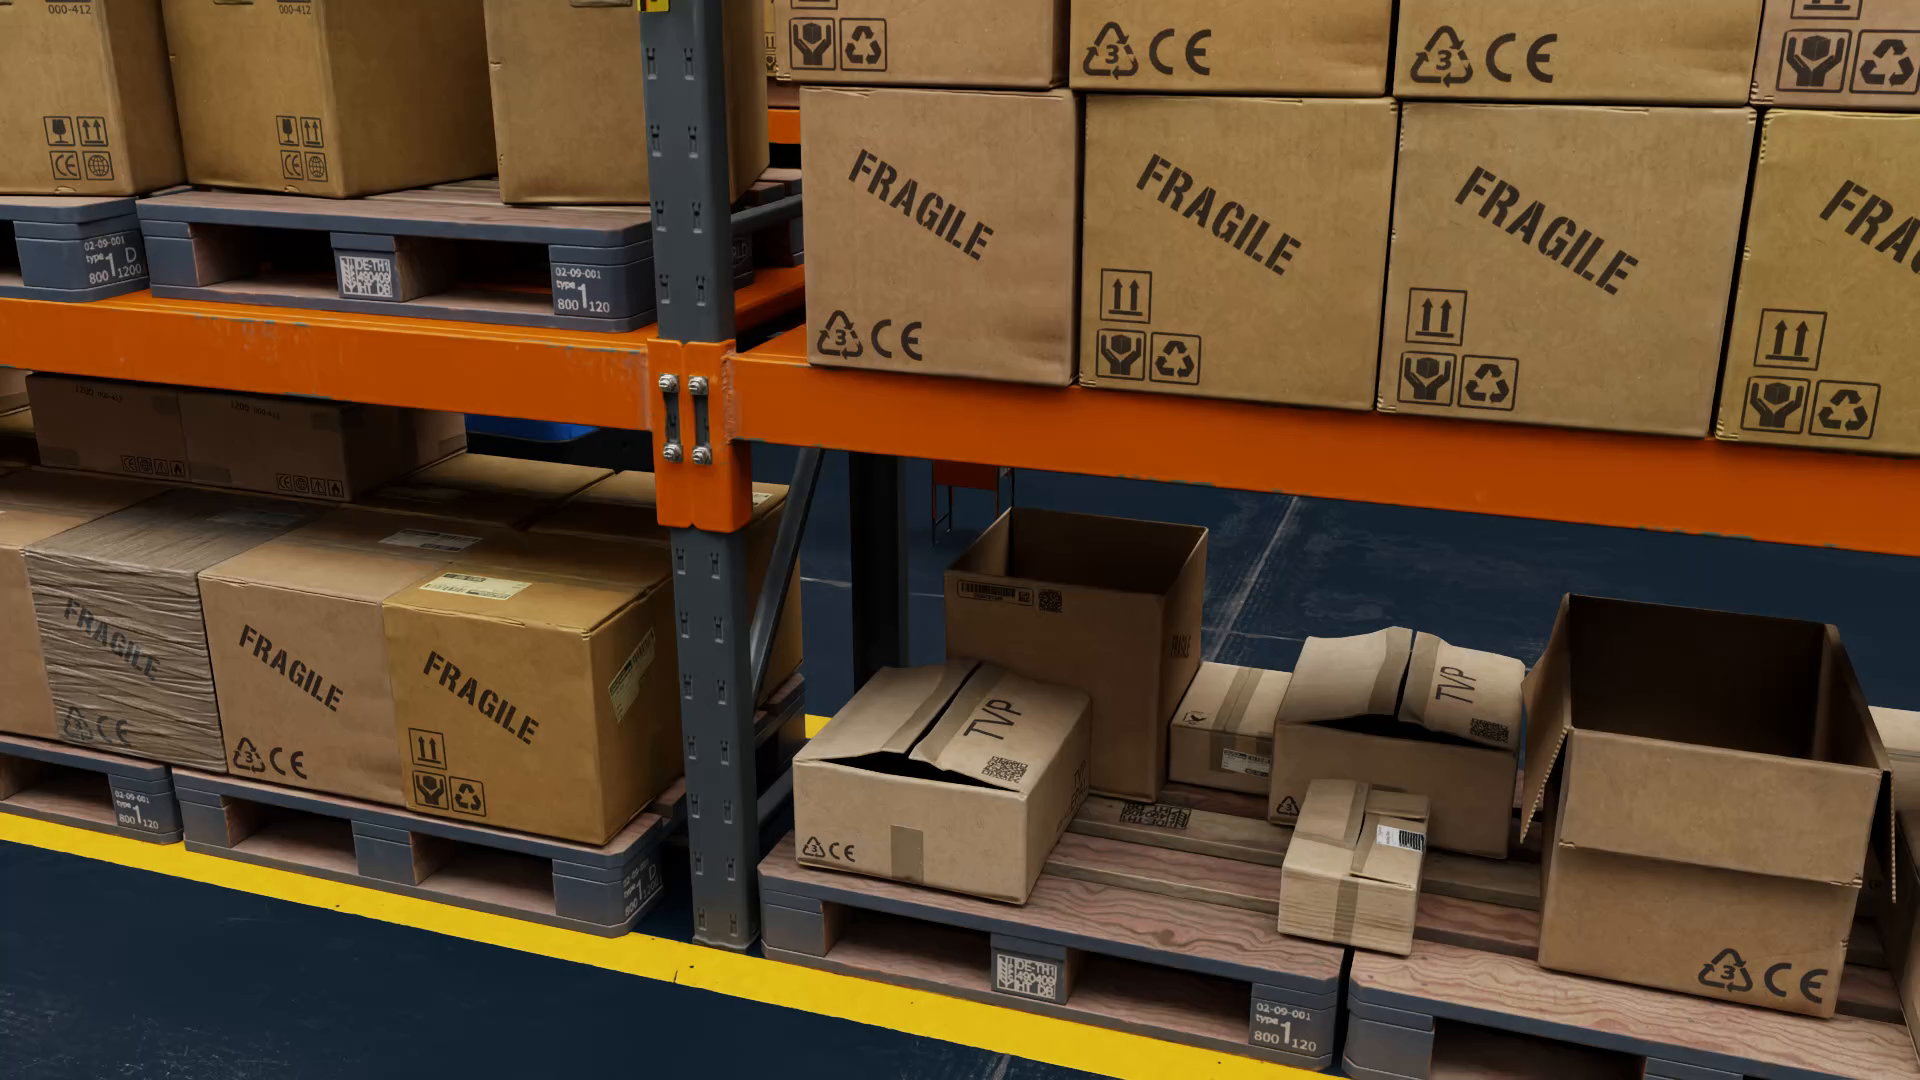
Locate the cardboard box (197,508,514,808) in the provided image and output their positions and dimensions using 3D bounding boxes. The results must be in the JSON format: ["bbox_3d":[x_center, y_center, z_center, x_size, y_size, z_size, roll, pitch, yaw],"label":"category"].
[{"bbox_3d":[-1.376,0.258,3.909,0.500,0.500,0.500,7,20,18],"label":"cardboard box"}]

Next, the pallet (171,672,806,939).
[{"bbox_3d":[-1.132,0.546,4.189,1.213,0.211,1.003,7,20,18],"label":"pallet"}]

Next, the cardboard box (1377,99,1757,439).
[{"bbox_3d":[0.997,-0.493,2.782,0.500,0.500,0.500,6,20,18],"label":"cardboard box"}]

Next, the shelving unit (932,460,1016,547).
[{"bbox_3d":[0.051,-0.490,5.887,0.252,1.050,0.215,7,20,18],"label":"shelving unit"}]

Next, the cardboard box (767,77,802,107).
[{"bbox_3d":[-0.820,-2.288,8.435,0.250,0.149,0.380,7,20,18],"label":"cardboard box"}]

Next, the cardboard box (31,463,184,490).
[{"bbox_3d":[-2.183,-0.015,4.692,0.500,0.500,0.500,6,20,16],"label":"cardboard box"}]

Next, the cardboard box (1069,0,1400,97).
[{"bbox_3d":[0.489,-1.020,2.774,0.500,0.500,0.500,6,20,16],"label":"cardboard box"}]

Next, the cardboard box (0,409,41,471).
[{"bbox_3d":[-2.681,-0.070,4.849,0.500,0.500,0.500,6,20,16],"label":"cardboard box"}]

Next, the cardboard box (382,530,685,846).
[{"bbox_3d":[-0.912,0.314,3.748,0.500,0.500,0.500,6,20,18],"label":"cardboard box"}]

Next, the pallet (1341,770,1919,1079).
[{"bbox_3d":[1.453,0.828,3.381,1.213,0.211,1.003,7,20,18],"label":"pallet"}]

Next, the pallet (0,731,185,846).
[{"bbox_3d":[-2.289,0.415,4.566,1.213,0.211,1.003,7,20,18],"label":"pallet"}]

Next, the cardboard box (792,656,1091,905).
[{"bbox_3d":[-0.026,0.480,3.559,0.500,0.311,0.500,7,20,18],"label":"cardboard box"}]

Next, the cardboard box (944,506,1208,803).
[{"bbox_3d":[0.280,0.251,3.927,0.500,0.500,0.500,7,20,18],"label":"cardboard box"}]

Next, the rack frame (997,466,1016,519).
[{"bbox_3d":[0.166,-0.477,5.849,0.008,1.050,0.200,7,20,18],"label":"rack frame"}]

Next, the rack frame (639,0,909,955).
[{"bbox_3d":[-0.352,-0.695,3.512,0.127,3.000,1.000,7,20,18],"label":"rack frame"}]

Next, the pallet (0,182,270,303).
[{"bbox_3d":[-2.292,-0.827,4.184,1.213,0.211,1.003,7,20,18],"label":"pallet"}]

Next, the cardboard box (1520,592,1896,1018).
[{"bbox_3d":[1.425,0.478,3.273,0.637,0.503,0.797,7,20,18],"label":"cardboard box"}]

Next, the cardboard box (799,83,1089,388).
[{"bbox_3d":[0.040,-0.602,3.094,0.500,0.500,0.500,7,20,19],"label":"cardboard box"}]

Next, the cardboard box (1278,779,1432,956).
[{"bbox_3d":[0.794,0.638,3.324,0.250,0.166,0.380,7,20,18],"label":"cardboard box"}]

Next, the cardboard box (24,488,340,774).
[{"bbox_3d":[-1.850,0.203,4.065,0.500,0.500,0.500,7,20,19],"label":"cardboard box"}]

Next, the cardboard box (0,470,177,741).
[{"bbox_3d":[-2.331,0.149,4.220,0.500,0.500,0.500,6,20,16],"label":"cardboard box"}]

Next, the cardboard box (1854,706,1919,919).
[{"bbox_3d":[2.062,0.573,3.384,0.500,0.250,0.500,7,20,18],"label":"cardboard box"}]

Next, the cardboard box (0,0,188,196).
[{"bbox_3d":[-2.041,-1.112,3.919,0.500,0.500,0.700,1,19,4],"label":"cardboard box"}]

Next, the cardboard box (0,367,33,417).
[{"bbox_3d":[-3.115,-0.475,4.873,0.500,0.250,0.500,7,21,20],"label":"cardboard box"}]

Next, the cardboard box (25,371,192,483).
[{"bbox_3d":[-2.147,-0.366,4.560,0.500,0.250,0.500,6,20,17],"label":"cardboard box"}]

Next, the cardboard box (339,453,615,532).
[{"bbox_3d":[-1.236,0.096,4.373,0.500,0.500,0.500,7,20,19],"label":"cardboard box"}]

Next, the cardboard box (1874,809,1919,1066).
[{"bbox_3d":[1.945,0.734,2.922,0.500,0.250,0.500,7,20,18],"label":"cardboard box"}]

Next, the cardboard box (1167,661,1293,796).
[{"bbox_3d":[0.654,0.439,3.922,0.250,0.149,0.380,7,20,18],"label":"cardboard box"}]

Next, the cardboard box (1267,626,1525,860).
[{"bbox_3d":[0.988,0.422,3.726,0.500,0.311,0.500,7,20,18],"label":"cardboard box"}]

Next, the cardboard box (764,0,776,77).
[{"bbox_3d":[-0.679,-2.565,8.244,0.500,0.500,0.500,7,20,20],"label":"cardboard box"}]

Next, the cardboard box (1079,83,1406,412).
[{"bbox_3d":[0.525,-0.548,2.939,0.500,0.500,0.500,7,20,19],"label":"cardboard box"}]

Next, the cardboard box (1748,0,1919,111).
[{"bbox_3d":[1.462,-0.909,2.455,0.500,0.500,0.500,7,20,20],"label":"cardboard box"}]

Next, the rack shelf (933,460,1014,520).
[{"bbox_3d":[0.051,-0.218,5.982,0.240,0.259,0.215,7,20,18],"label":"rack shelf"}]

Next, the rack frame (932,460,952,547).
[{"bbox_3d":[-0.065,-0.503,5.925,0.008,1.050,0.200,7,20,18],"label":"rack frame"}]

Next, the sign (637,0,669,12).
[{"bbox_3d":[-0.530,-1.068,2.825,0.005,0.325,0.100,7,20,18],"label":"sign"}]

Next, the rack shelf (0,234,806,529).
[{"bbox_3d":[-2.241,-0.571,4.250,4.000,0.370,1.077,7,20,18],"label":"rack shelf"}]

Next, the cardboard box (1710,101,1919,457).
[{"bbox_3d":[1.478,-0.439,2.625,0.500,0.500,0.500,6,20,17],"label":"cardboard box"}]

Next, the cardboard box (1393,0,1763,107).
[{"bbox_3d":[0.974,-0.964,2.615,0.500,0.500,0.500,6,20,16],"label":"cardboard box"}]

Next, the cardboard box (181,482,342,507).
[{"bbox_3d":[-1.706,0.039,4.535,0.500,0.500,0.500,7,20,19],"label":"cardboard box"}]

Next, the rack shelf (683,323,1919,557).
[{"bbox_3d":[1.538,-0.139,3.010,4.000,0.370,1.077,7,20,18],"label":"rack shelf"}]

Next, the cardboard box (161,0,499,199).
[{"bbox_3d":[-1.396,-1.115,3.929,0.500,0.500,0.700,10,22,27],"label":"cardboard box"}]

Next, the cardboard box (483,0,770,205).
[{"bbox_3d":[-0.726,-1.061,3.773,0.500,0.500,0.700,0,19,0],"label":"cardboard box"}]

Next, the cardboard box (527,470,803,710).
[{"bbox_3d":[-0.729,0.150,4.218,0.500,0.500,0.500,6,20,16],"label":"cardboard box"}]

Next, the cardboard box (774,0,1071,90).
[{"bbox_3d":[0.001,-1.076,2.934,0.500,0.500,0.500,7,20,19],"label":"cardboard box"}]

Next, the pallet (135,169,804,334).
[{"bbox_3d":[-1.071,-0.724,3.888,1.213,0.211,1.003,7,20,18],"label":"pallet"}]

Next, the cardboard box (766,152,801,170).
[{"bbox_3d":[-1.031,-1.634,8.834,0.750,0.750,0.750,6,20,18],"label":"cardboard box"}]

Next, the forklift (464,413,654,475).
[{"bbox_3d":[-2.617,-1.809,6.814,3.031,2.935,1.130,9,21,24],"label":"forklift"}]

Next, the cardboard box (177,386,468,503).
[{"bbox_3d":[-1.673,-0.312,4.405,0.500,0.250,0.500,7,20,18],"label":"cardboard box"}]

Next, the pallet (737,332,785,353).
[{"bbox_3d":[-0.639,-1.110,8.939,1.213,0.211,1.003,7,20,18],"label":"pallet"}]

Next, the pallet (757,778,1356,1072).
[{"bbox_3d":[0.297,0.697,3.757,1.213,0.211,1.003,7,20,18],"label":"pallet"}]

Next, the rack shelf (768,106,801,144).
[{"bbox_3d":[-0.619,-2.112,8.670,4.000,0.370,1.077,7,20,18],"label":"rack shelf"}]

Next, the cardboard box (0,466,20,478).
[{"bbox_3d":[-2.825,0.094,4.377,0.500,0.500,0.500,6,20,17],"label":"cardboard box"}]
